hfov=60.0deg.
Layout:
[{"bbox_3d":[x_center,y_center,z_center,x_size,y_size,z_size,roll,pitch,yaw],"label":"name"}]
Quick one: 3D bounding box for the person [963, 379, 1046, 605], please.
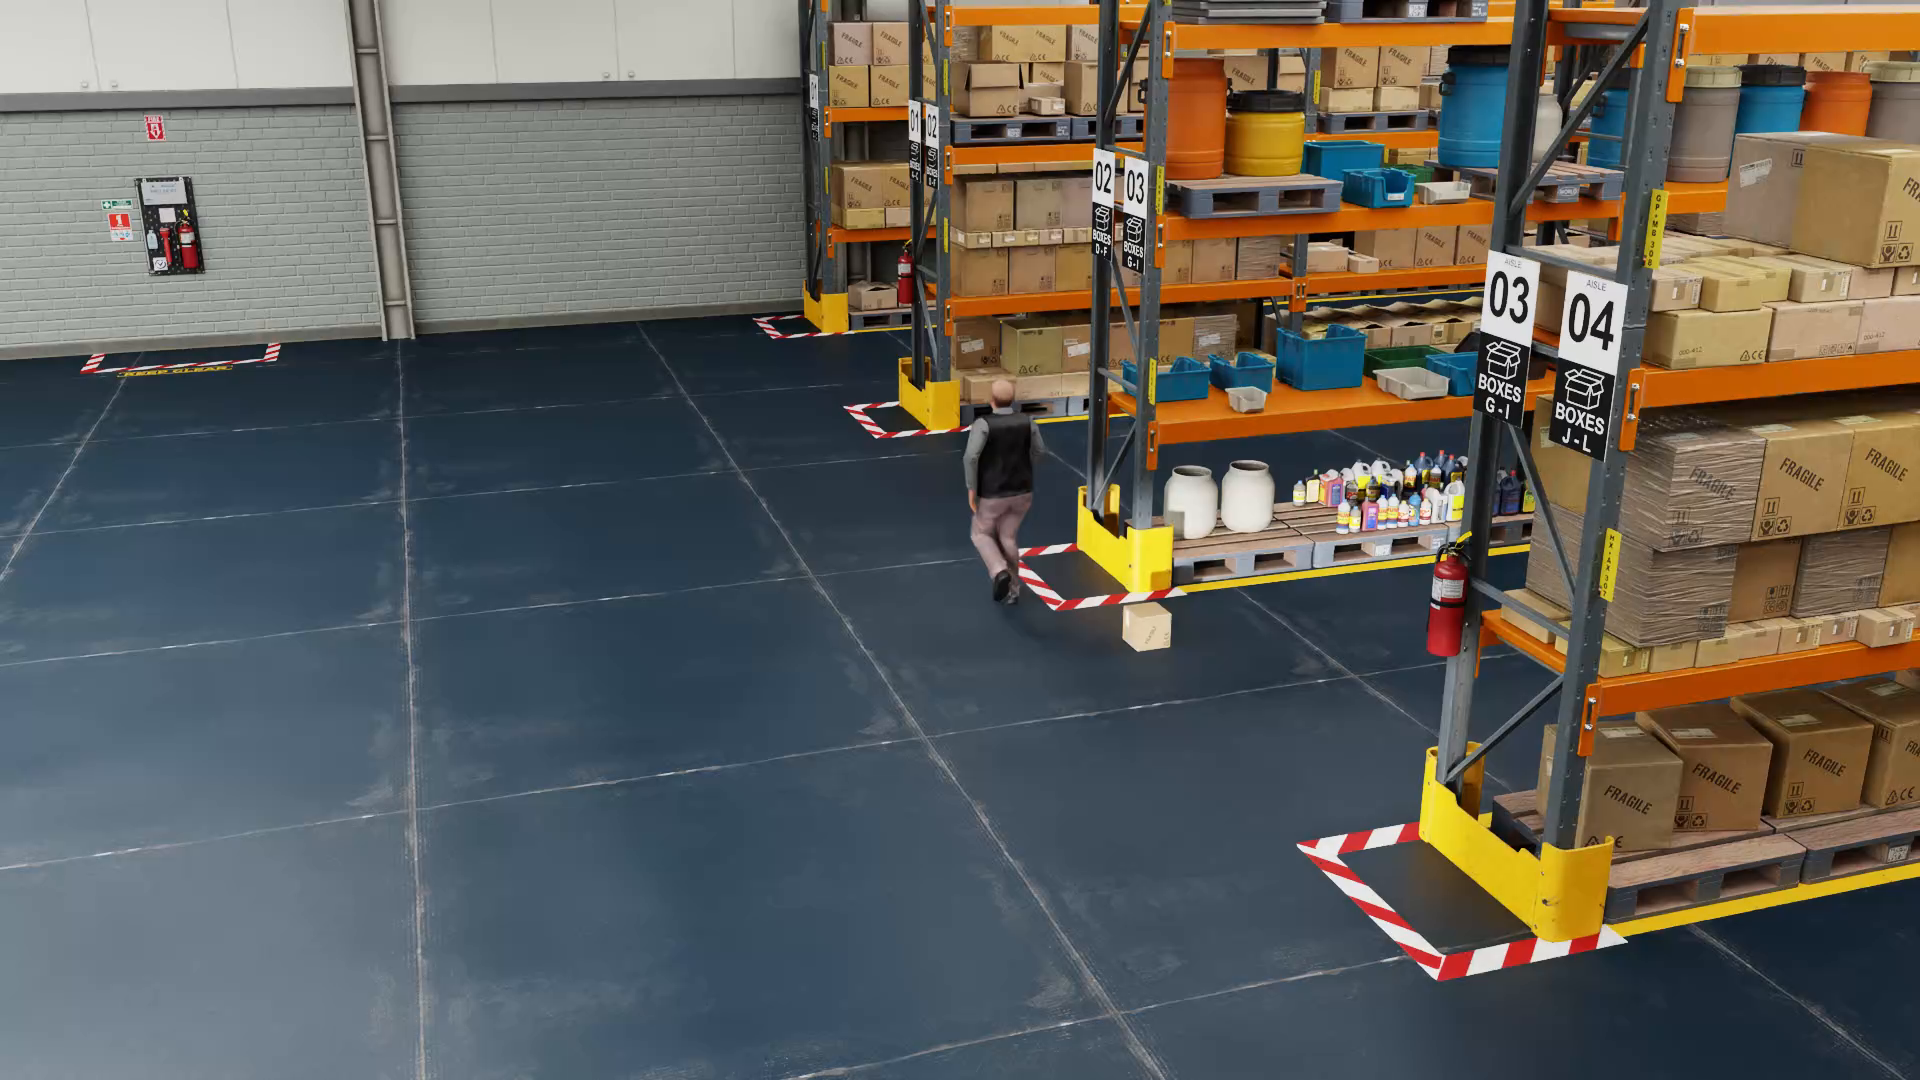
[{"bbox_3d":[0.307,-0.350,12.193,0.687,1.659,0.562,-7,20,-20],"label":"person"}]
